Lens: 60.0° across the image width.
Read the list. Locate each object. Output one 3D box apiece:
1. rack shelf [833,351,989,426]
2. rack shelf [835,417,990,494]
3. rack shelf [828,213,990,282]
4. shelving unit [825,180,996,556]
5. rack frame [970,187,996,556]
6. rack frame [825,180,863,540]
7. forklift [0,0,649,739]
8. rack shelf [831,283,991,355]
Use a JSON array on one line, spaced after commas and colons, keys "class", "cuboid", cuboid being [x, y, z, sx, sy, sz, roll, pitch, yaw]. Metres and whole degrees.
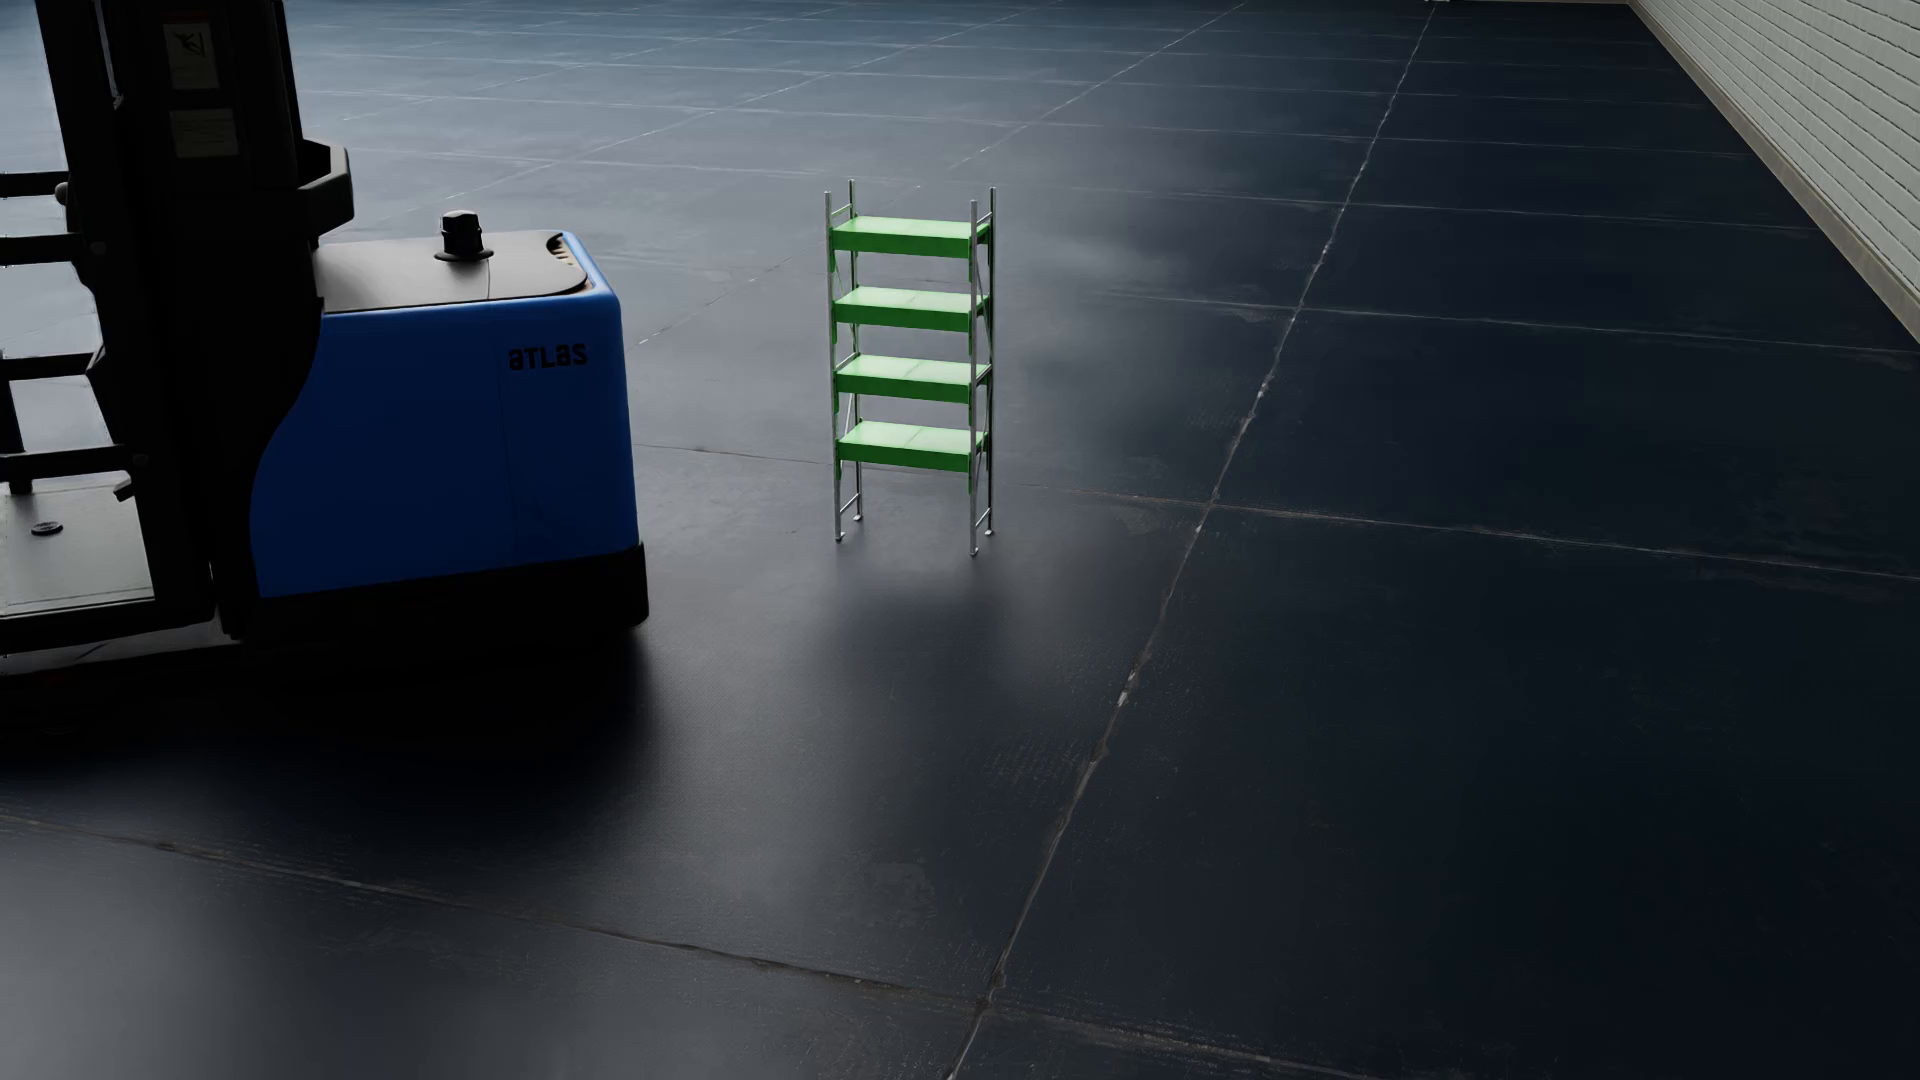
[{"class": "rack shelf", "cuboid": [-0.158, -0.514, 5.611, 0.480, 0.148, 0.258, 7, 23, 16]}, {"class": "rack shelf", "cuboid": [-0.158, -0.292, 5.702, 0.480, 0.148, 0.258, 7, 23, 16]}, {"class": "rack shelf", "cuboid": [-0.158, -0.958, 5.429, 0.480, 0.148, 0.258, 7, 23, 16]}, {"class": "shelving unit", "cuboid": [-0.158, -0.573, 5.587, 0.503, 1.200, 0.258, 7, 23, 16]}, {"class": "rack frame", "cuboid": [0.075, -0.547, 5.521, 0.015, 1.200, 0.240, 7, 23, 16]}, {"class": "rack frame", "cuboid": [-0.392, -0.600, 5.652, 0.015, 1.200, 0.240, 7, 23, 16]}, {"class": "forklift", "cuboid": [-2.514, -1.031, 4.422, 3.031, 2.935, 1.130, -8, 24, -18]}, {"class": "rack shelf", "cuboid": [-0.158, -0.736, 5.520, 0.480, 0.148, 0.258, 7, 23, 16]}]
